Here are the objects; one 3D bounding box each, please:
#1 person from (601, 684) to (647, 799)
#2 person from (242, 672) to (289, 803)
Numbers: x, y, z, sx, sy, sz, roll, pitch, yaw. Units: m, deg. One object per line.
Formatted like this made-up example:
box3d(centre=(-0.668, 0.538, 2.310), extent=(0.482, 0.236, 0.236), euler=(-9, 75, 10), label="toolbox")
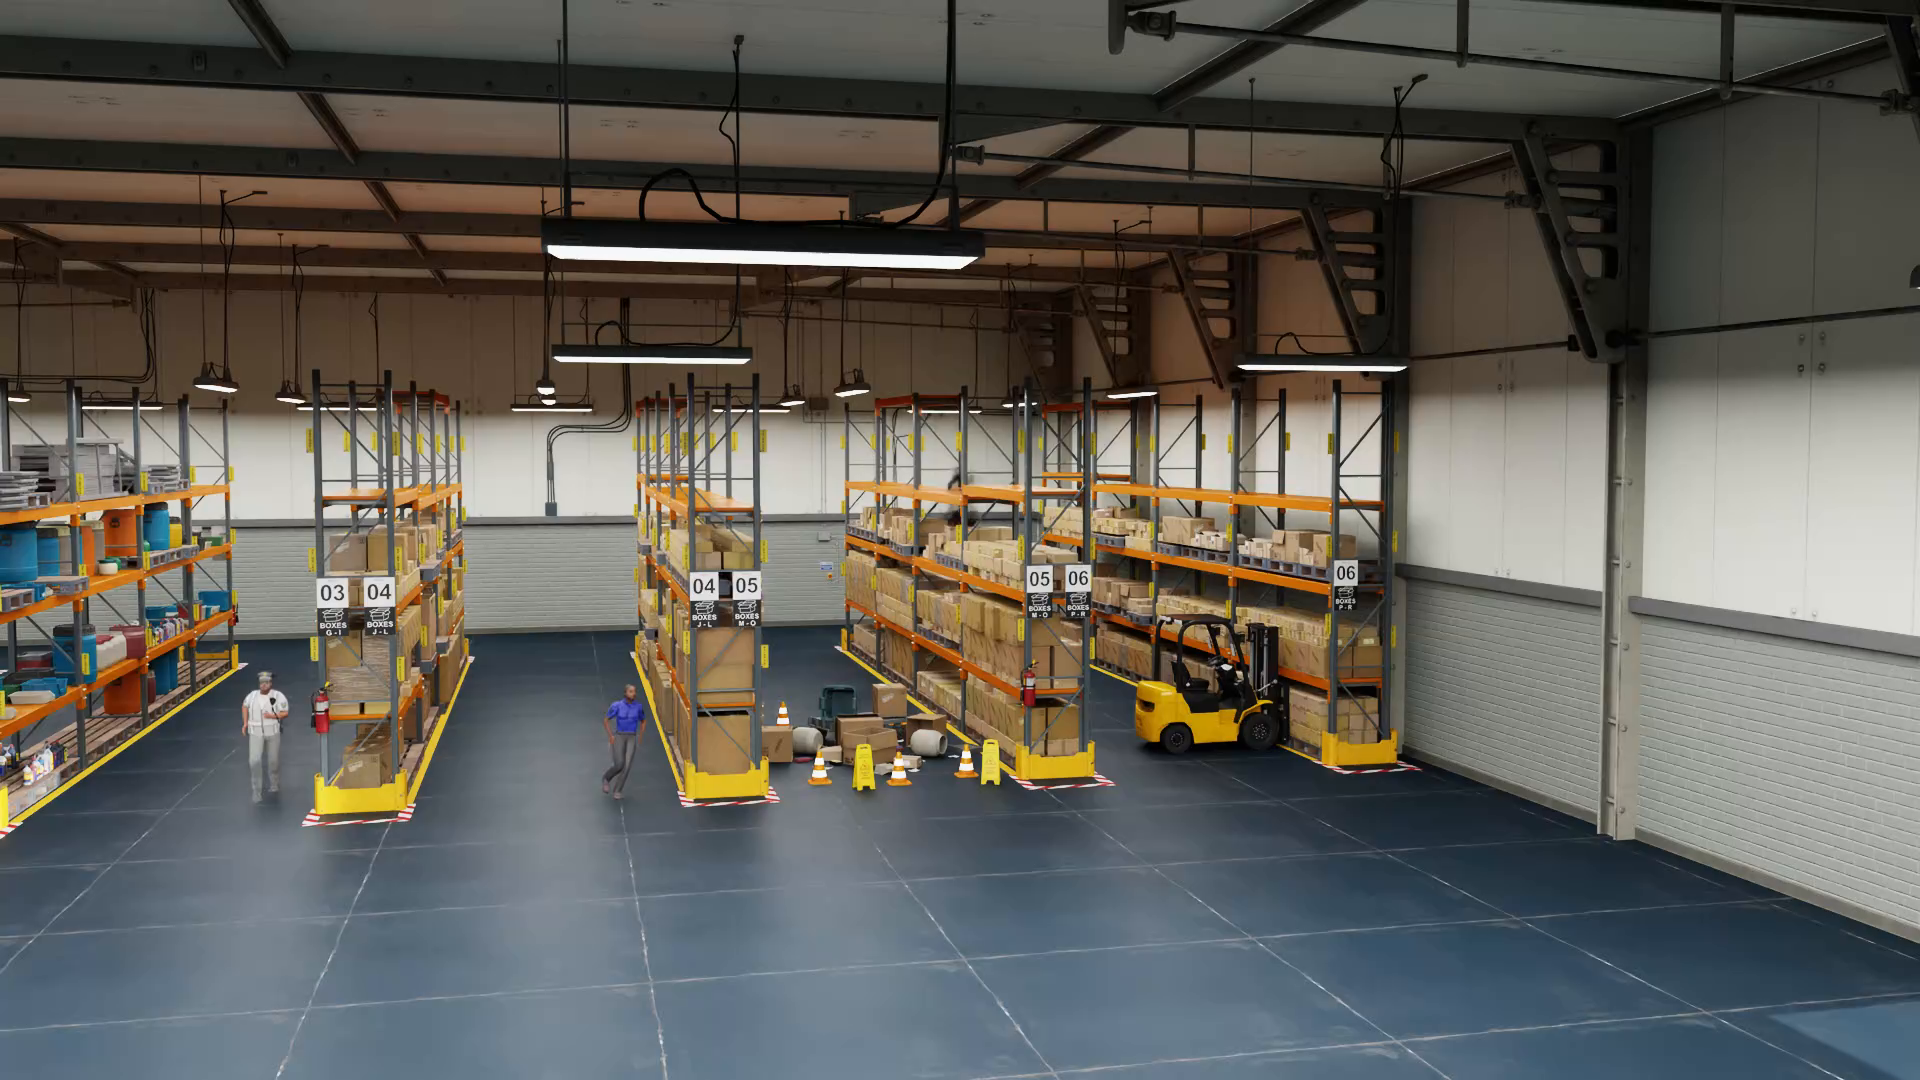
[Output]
box3d(centre=(-4.737, 2.838, 23.587), extent=(0.612, 1.599, 0.536), euler=(-2, 4, -32), label="person")
box3d(centre=(-9.804, 2.771, 23.471), extent=(0.631, 1.852, 0.775), euler=(-1, 3, -18), label="person")
